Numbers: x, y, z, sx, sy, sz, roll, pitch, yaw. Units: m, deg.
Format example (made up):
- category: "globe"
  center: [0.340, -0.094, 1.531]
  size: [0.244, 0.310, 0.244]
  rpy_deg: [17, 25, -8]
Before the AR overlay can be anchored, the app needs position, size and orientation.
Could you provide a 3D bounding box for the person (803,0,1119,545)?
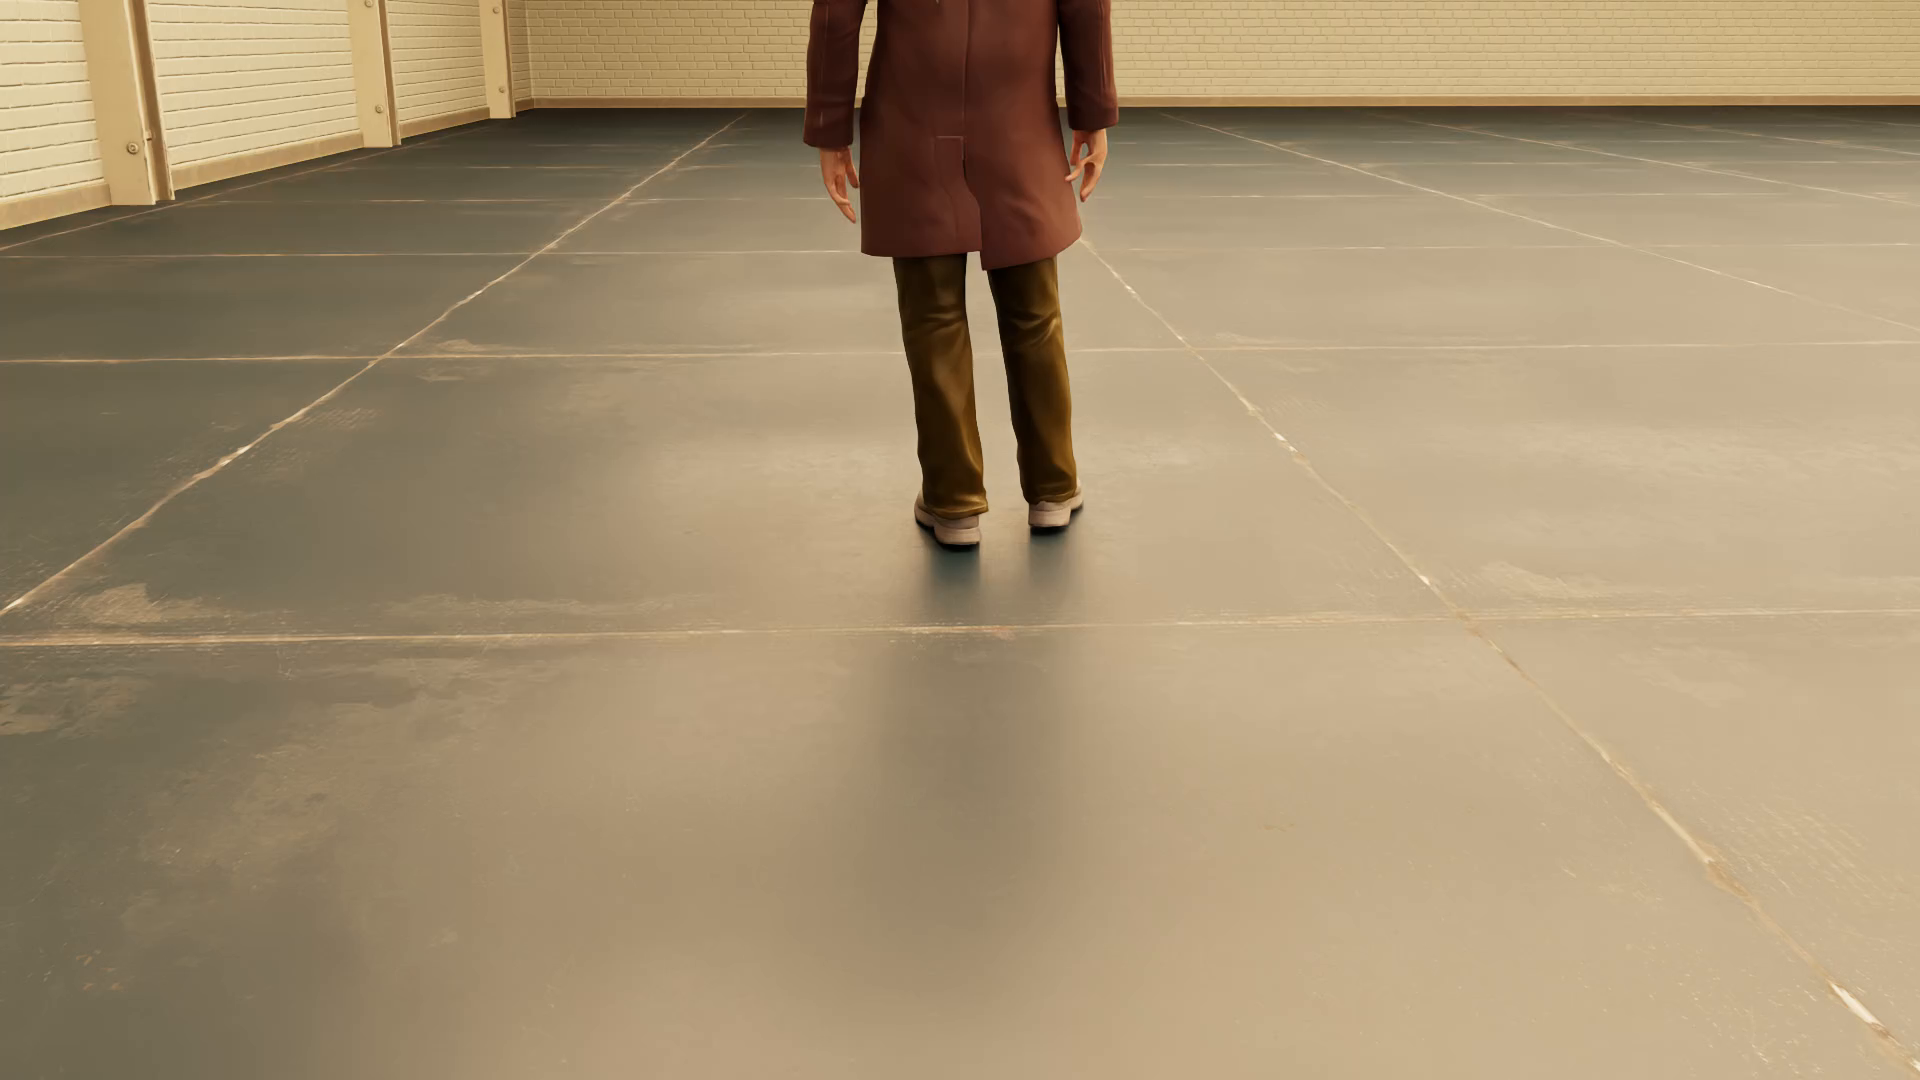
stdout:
- category: "person"
  center: [-0.001, -0.884, 3.744]
  size: [0.696, 1.778, 0.579]
  rpy_deg: [-1, 17, -3]
